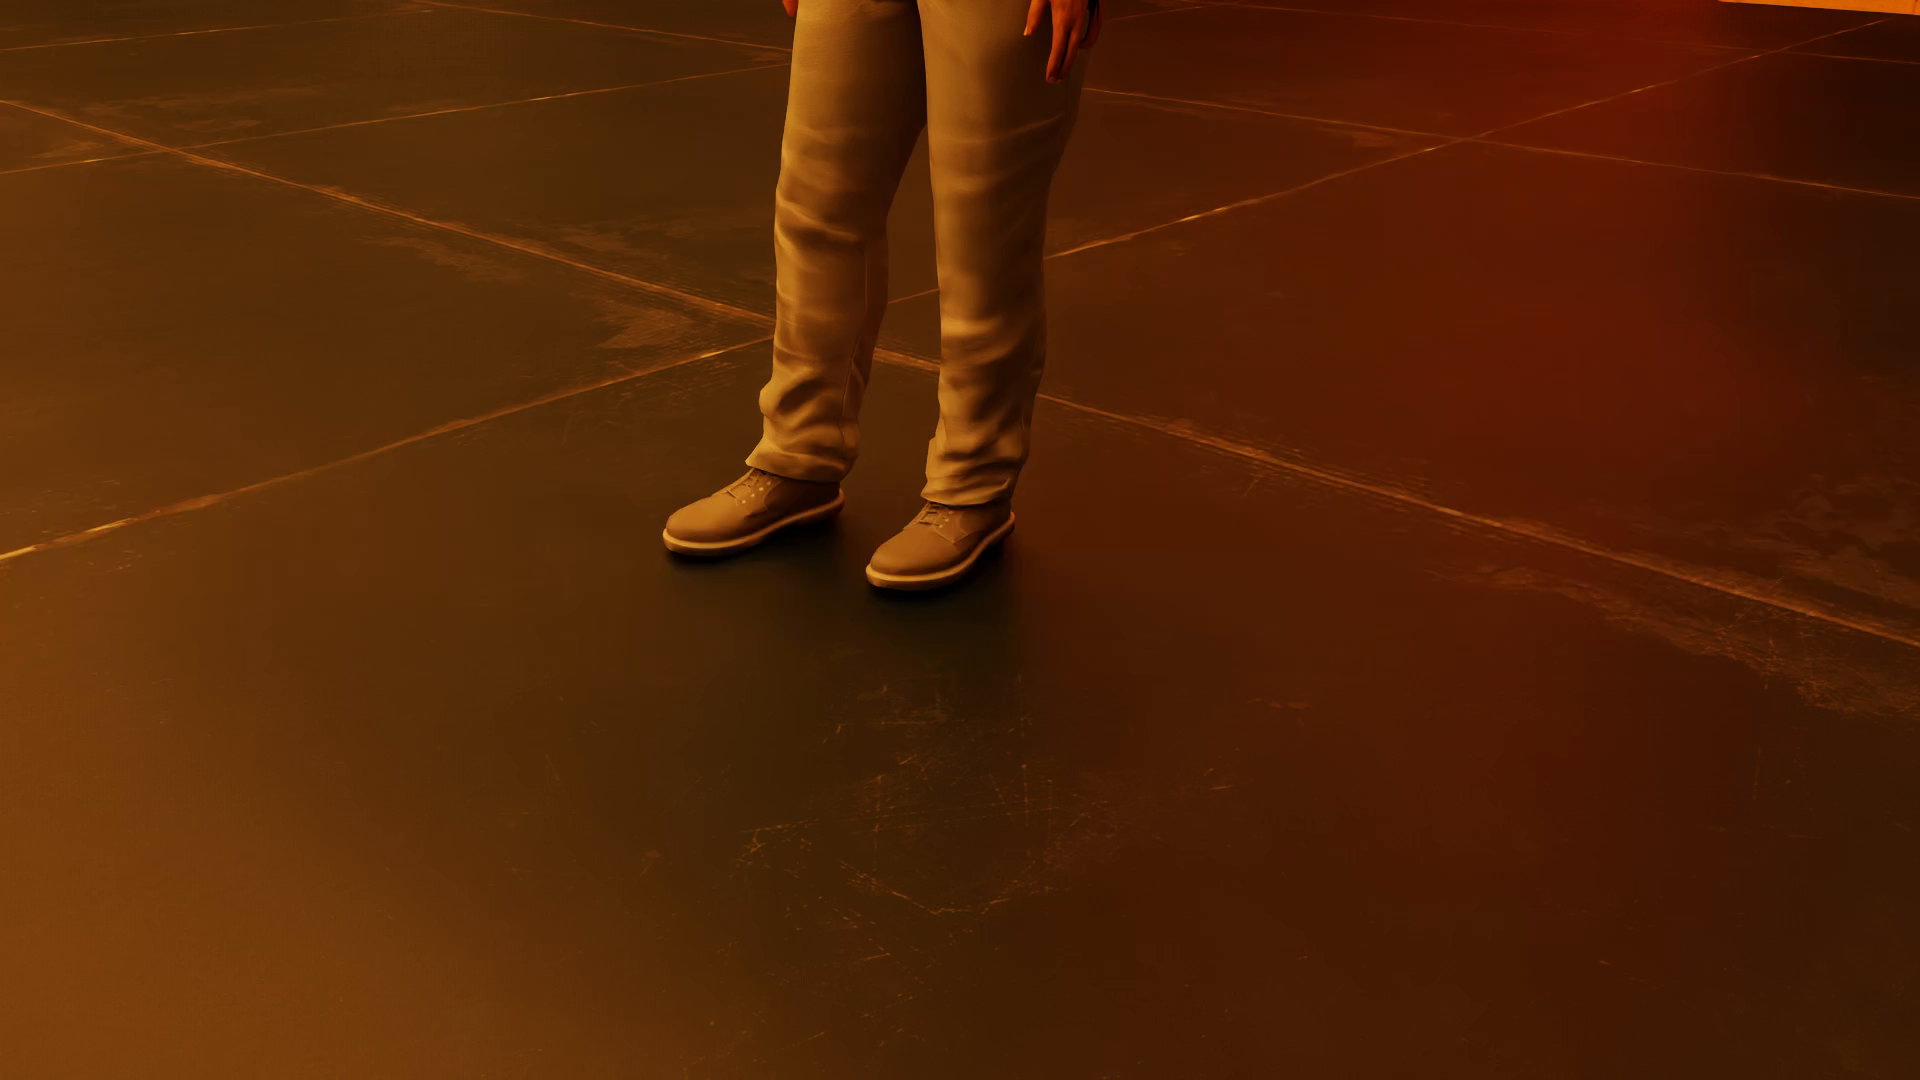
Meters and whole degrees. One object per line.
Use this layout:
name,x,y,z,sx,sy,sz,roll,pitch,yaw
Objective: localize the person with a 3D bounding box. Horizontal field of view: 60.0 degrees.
person,-0.069,-0.753,2.125,0.598,1.670,0.529,20,31,38
